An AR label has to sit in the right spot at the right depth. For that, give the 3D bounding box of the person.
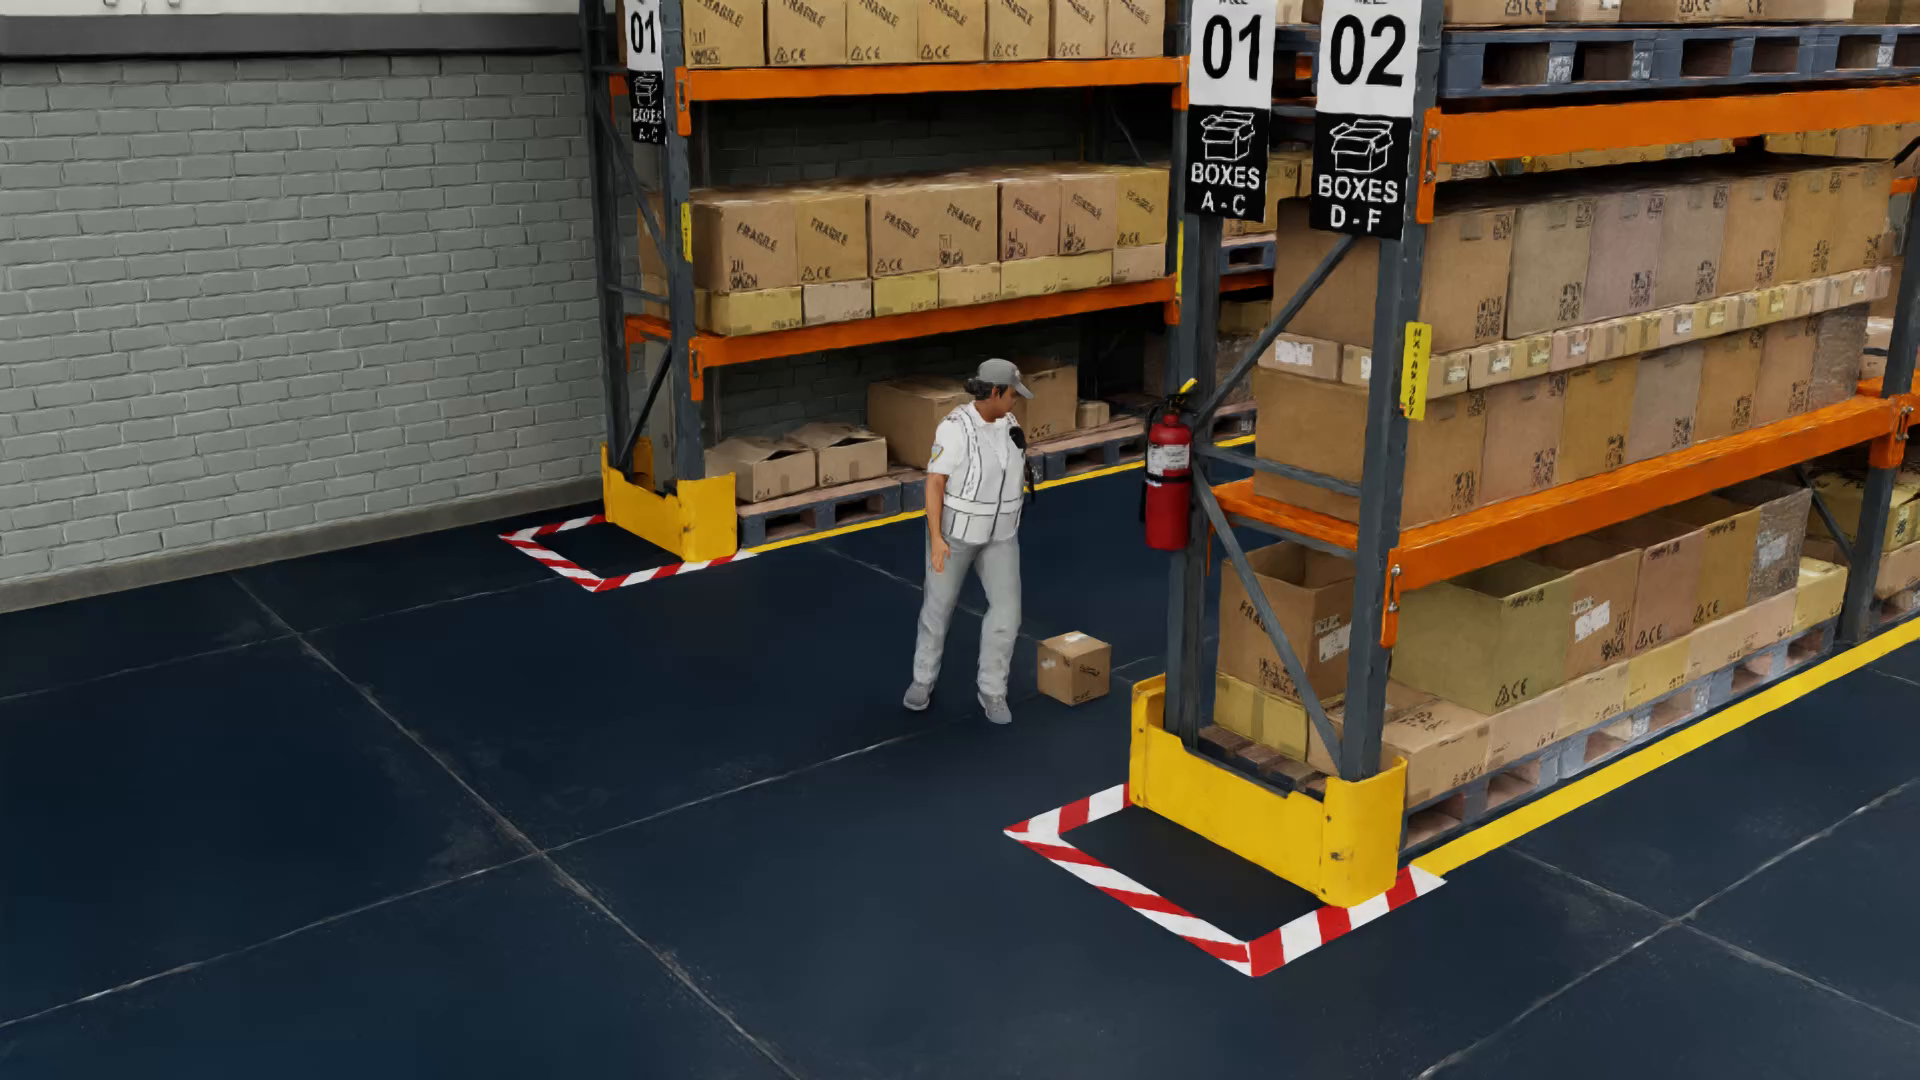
[{"bbox_3d":[0.045,0.020,7.582,0.604,1.697,0.544,-10,20,-28],"label":"person"}]
